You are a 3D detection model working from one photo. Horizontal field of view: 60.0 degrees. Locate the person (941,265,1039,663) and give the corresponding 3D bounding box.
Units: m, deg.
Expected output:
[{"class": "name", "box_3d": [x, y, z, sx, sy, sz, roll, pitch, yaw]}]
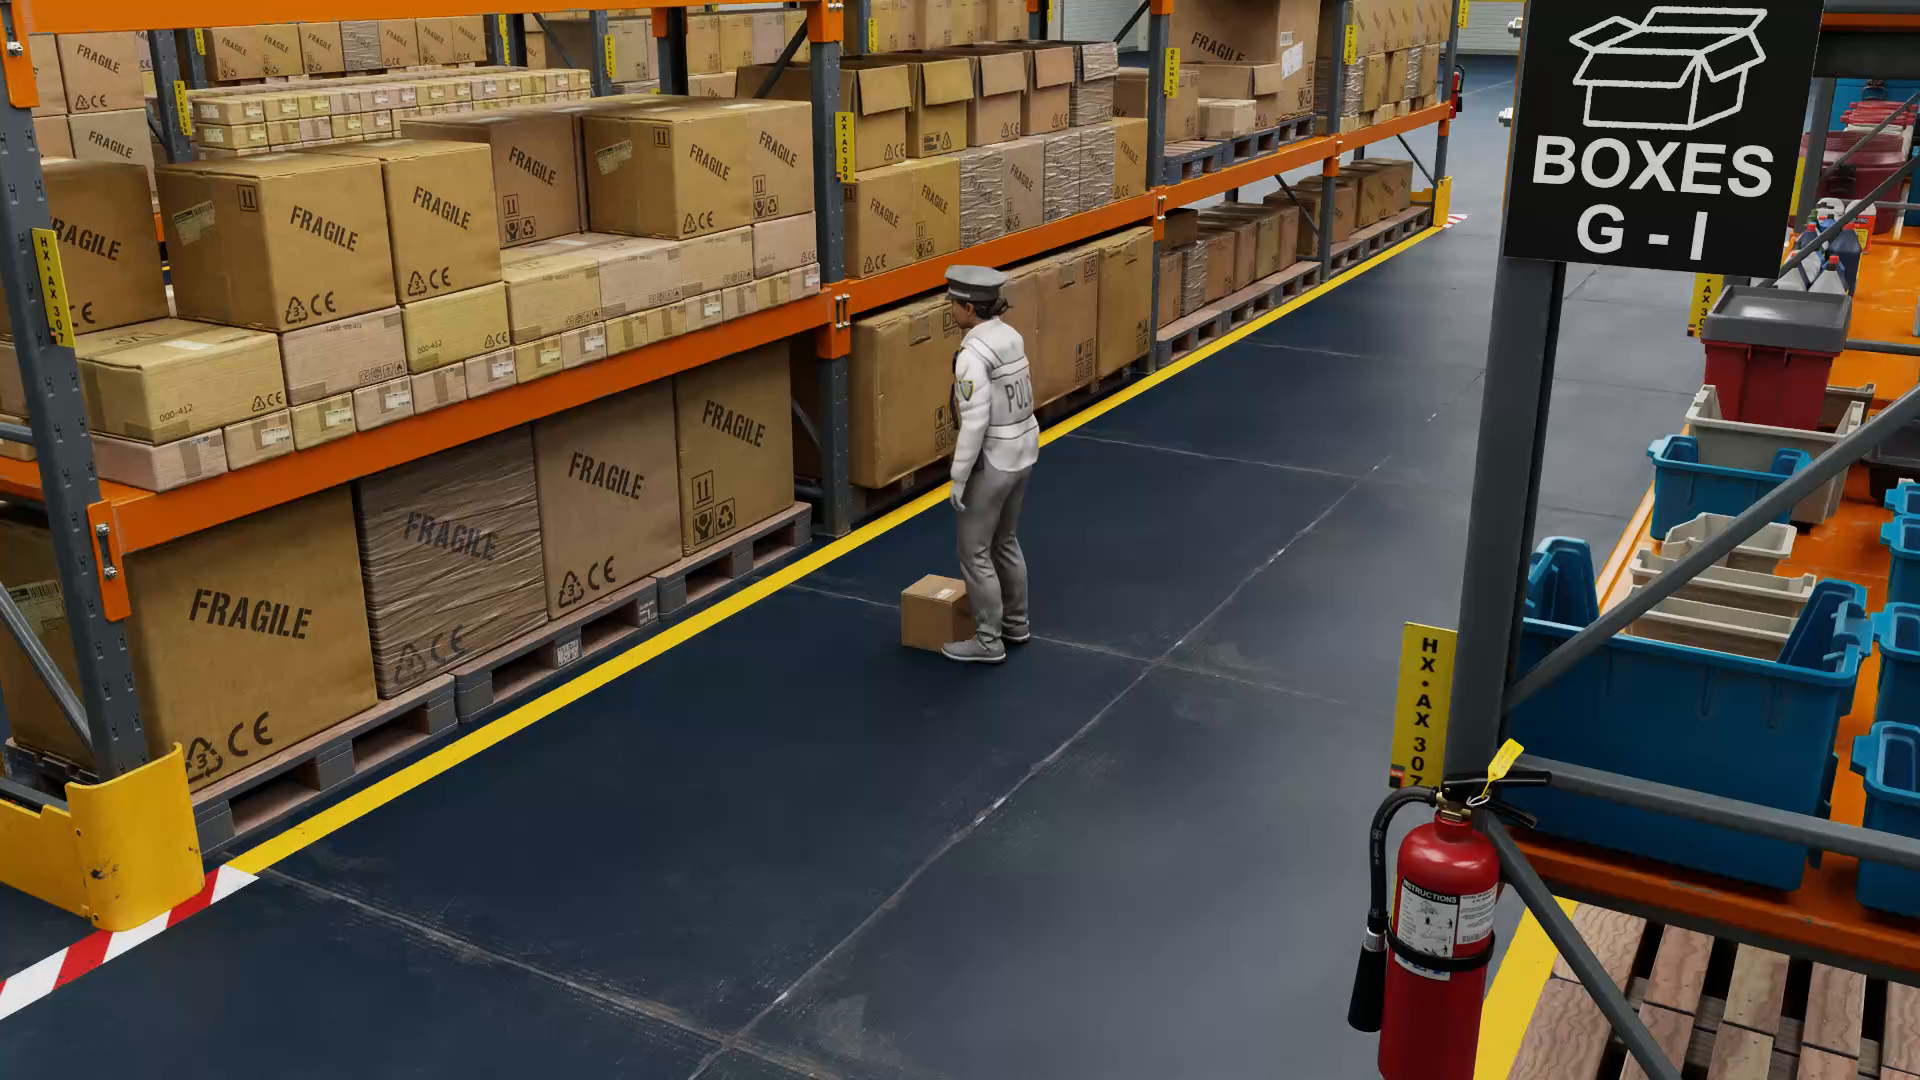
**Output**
[{"class": "person", "box_3d": [0.120, -0.304, 6.919, 0.377, 1.663, 0.539, 10, 22, 26]}]
